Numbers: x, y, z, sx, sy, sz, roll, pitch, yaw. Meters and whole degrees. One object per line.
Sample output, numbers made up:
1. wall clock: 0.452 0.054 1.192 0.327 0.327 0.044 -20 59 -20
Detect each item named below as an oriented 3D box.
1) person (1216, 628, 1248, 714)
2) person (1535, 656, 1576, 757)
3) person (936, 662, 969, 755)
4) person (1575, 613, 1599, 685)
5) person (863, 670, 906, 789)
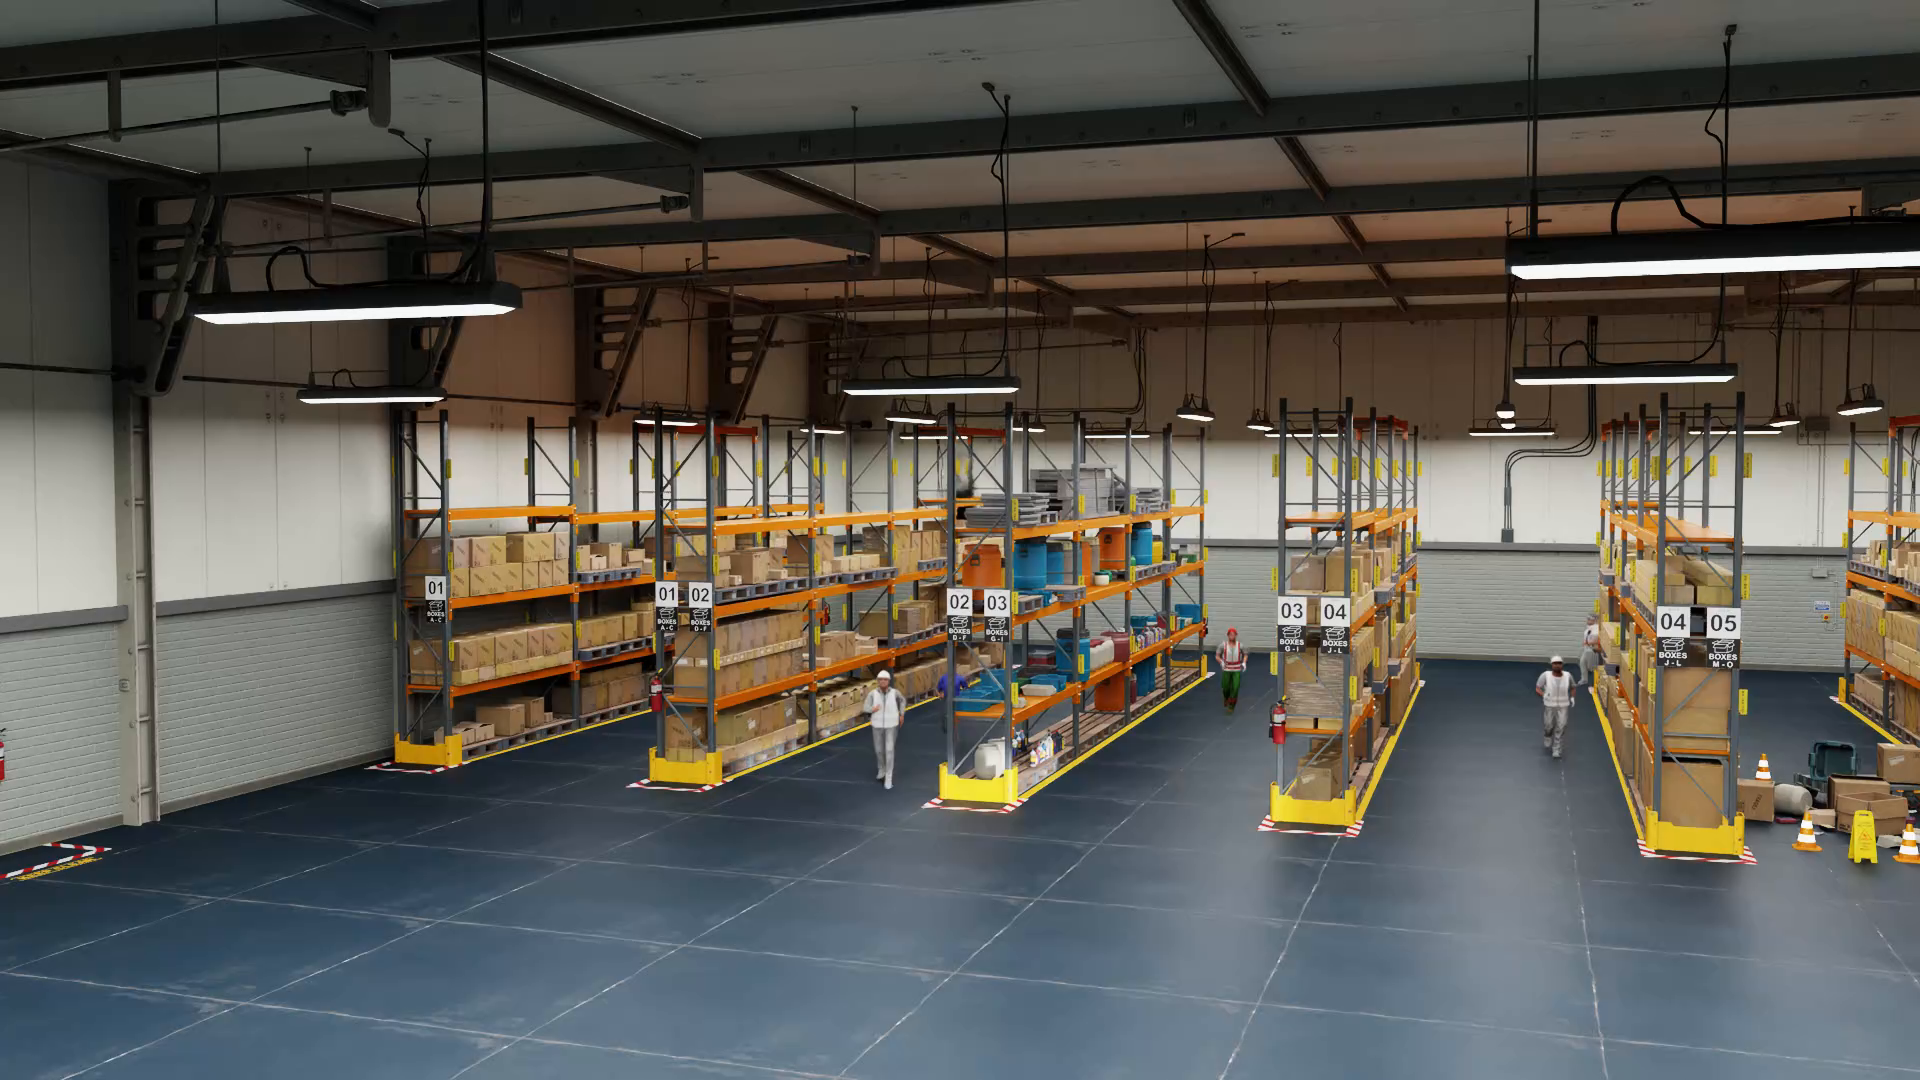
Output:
1. person: 5.559 2.670 34.010 0.655 1.743 0.652 0 2 6
2. person: 10.378 2.885 28.952 0.687 1.743 0.704 0 2 11
3. person: -0.131 2.932 29.234 0.581 1.625 0.739 1 3 13
4. person: 14.585 2.530 38.236 0.757 1.725 0.696 0 2 7
5. person: -1.205 2.973 26.365 0.658 1.829 0.813 0 2 4
